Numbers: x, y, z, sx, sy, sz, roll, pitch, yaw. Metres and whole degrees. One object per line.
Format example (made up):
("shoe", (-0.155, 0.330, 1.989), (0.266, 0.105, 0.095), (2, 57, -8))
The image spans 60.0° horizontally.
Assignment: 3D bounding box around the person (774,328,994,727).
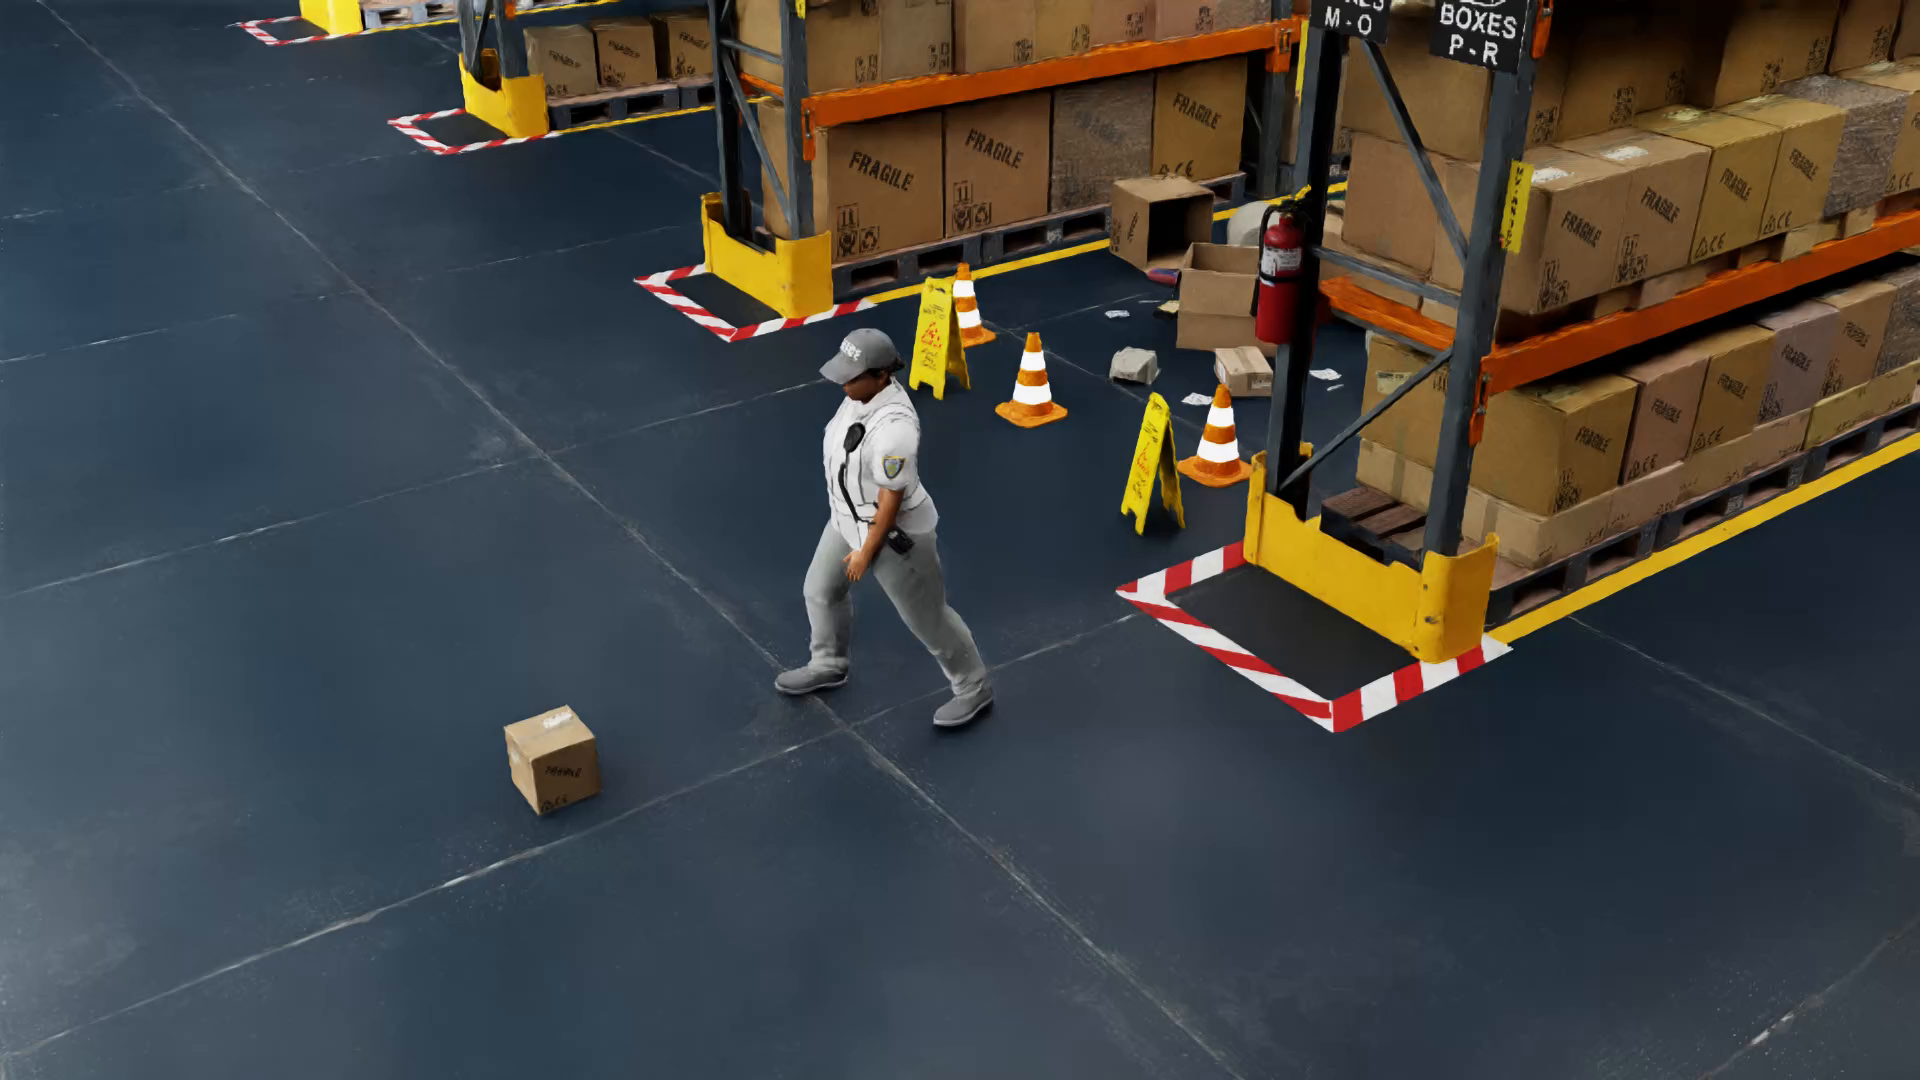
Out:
("person", (-0.294, -0.063, 6.260), (0.775, 1.619, 0.599), (-12, 31, -21))
